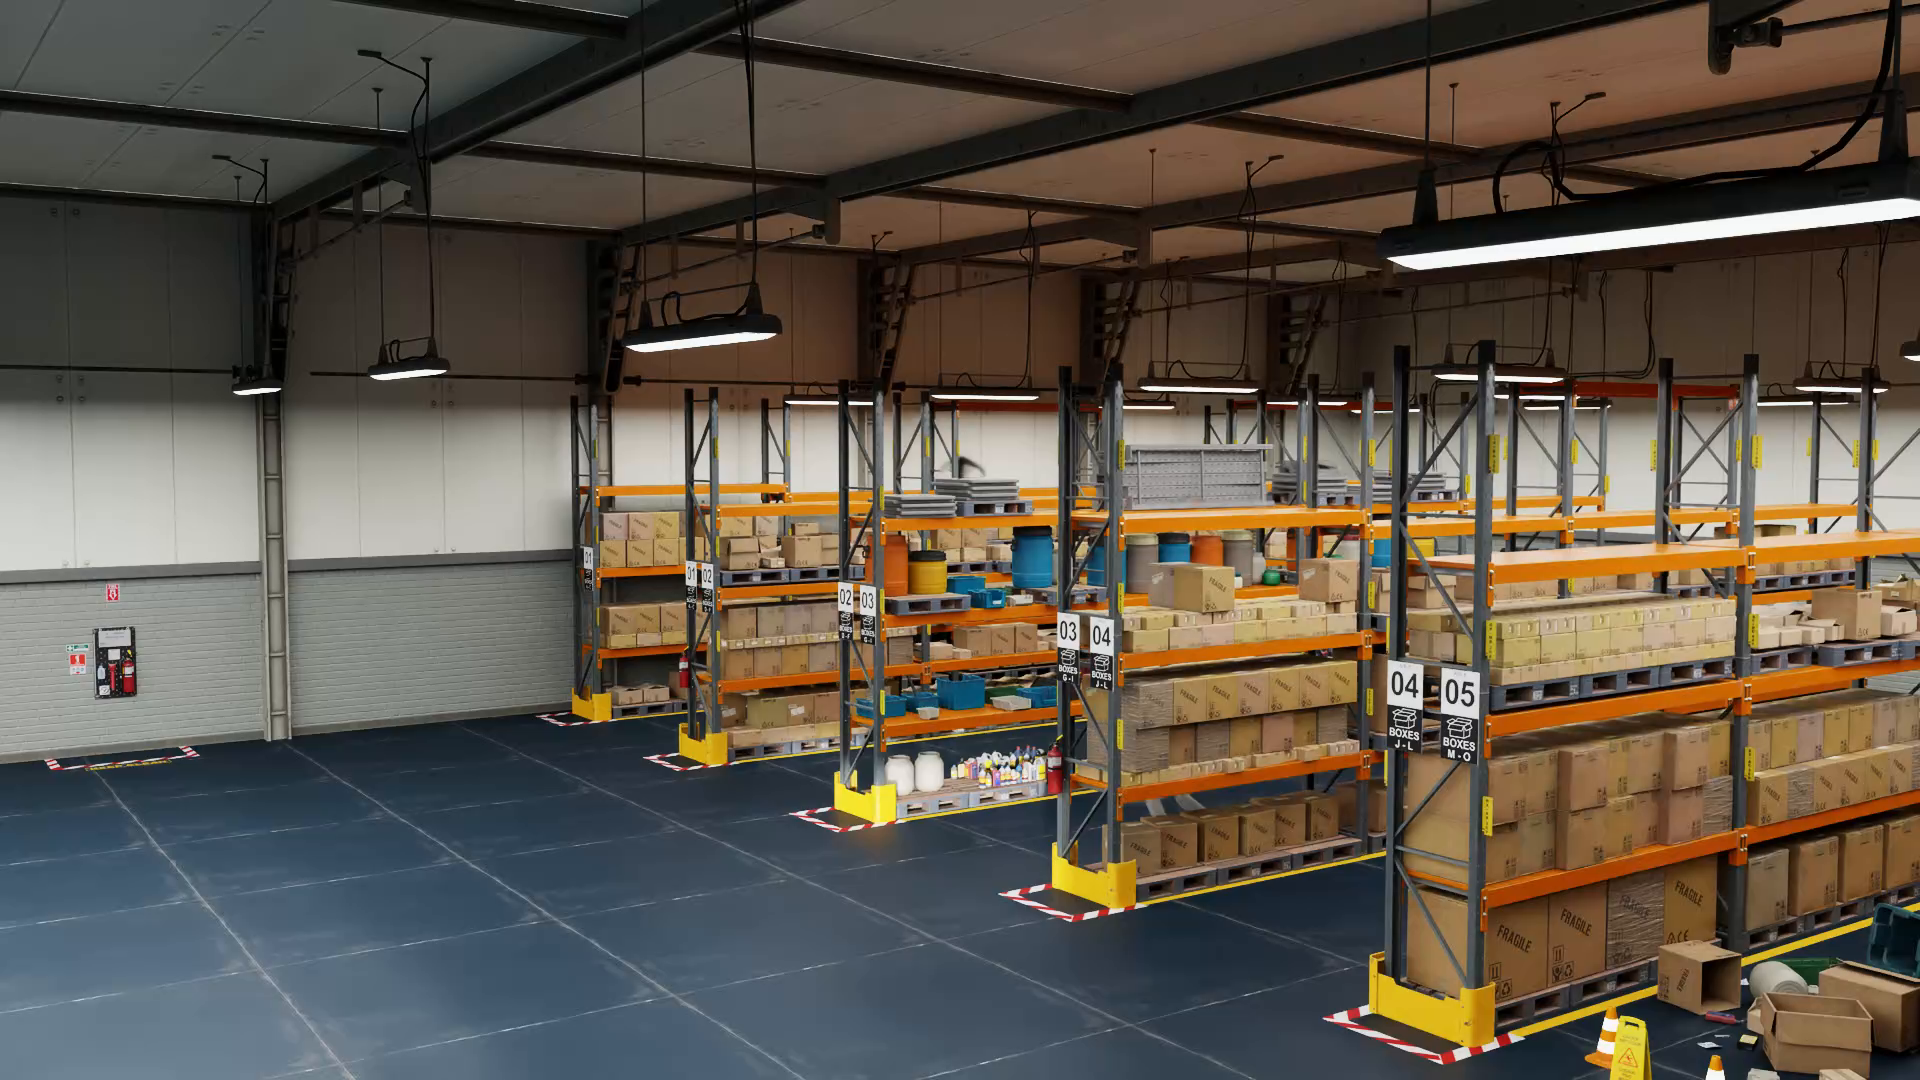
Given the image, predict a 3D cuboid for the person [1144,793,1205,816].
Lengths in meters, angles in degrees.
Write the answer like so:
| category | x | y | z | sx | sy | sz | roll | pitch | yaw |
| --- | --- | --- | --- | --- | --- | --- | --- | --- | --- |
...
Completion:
| category | x | y | z | sx | sy | sz | roll | pitch | yaw |
| --- | --- | --- | --- | --- | --- | --- | --- | --- | --- |
| person | 2.767 | 3.092 | 21.852 | 1.240 | 1.557 | 0.693 | -1 | 4 | -17 |
